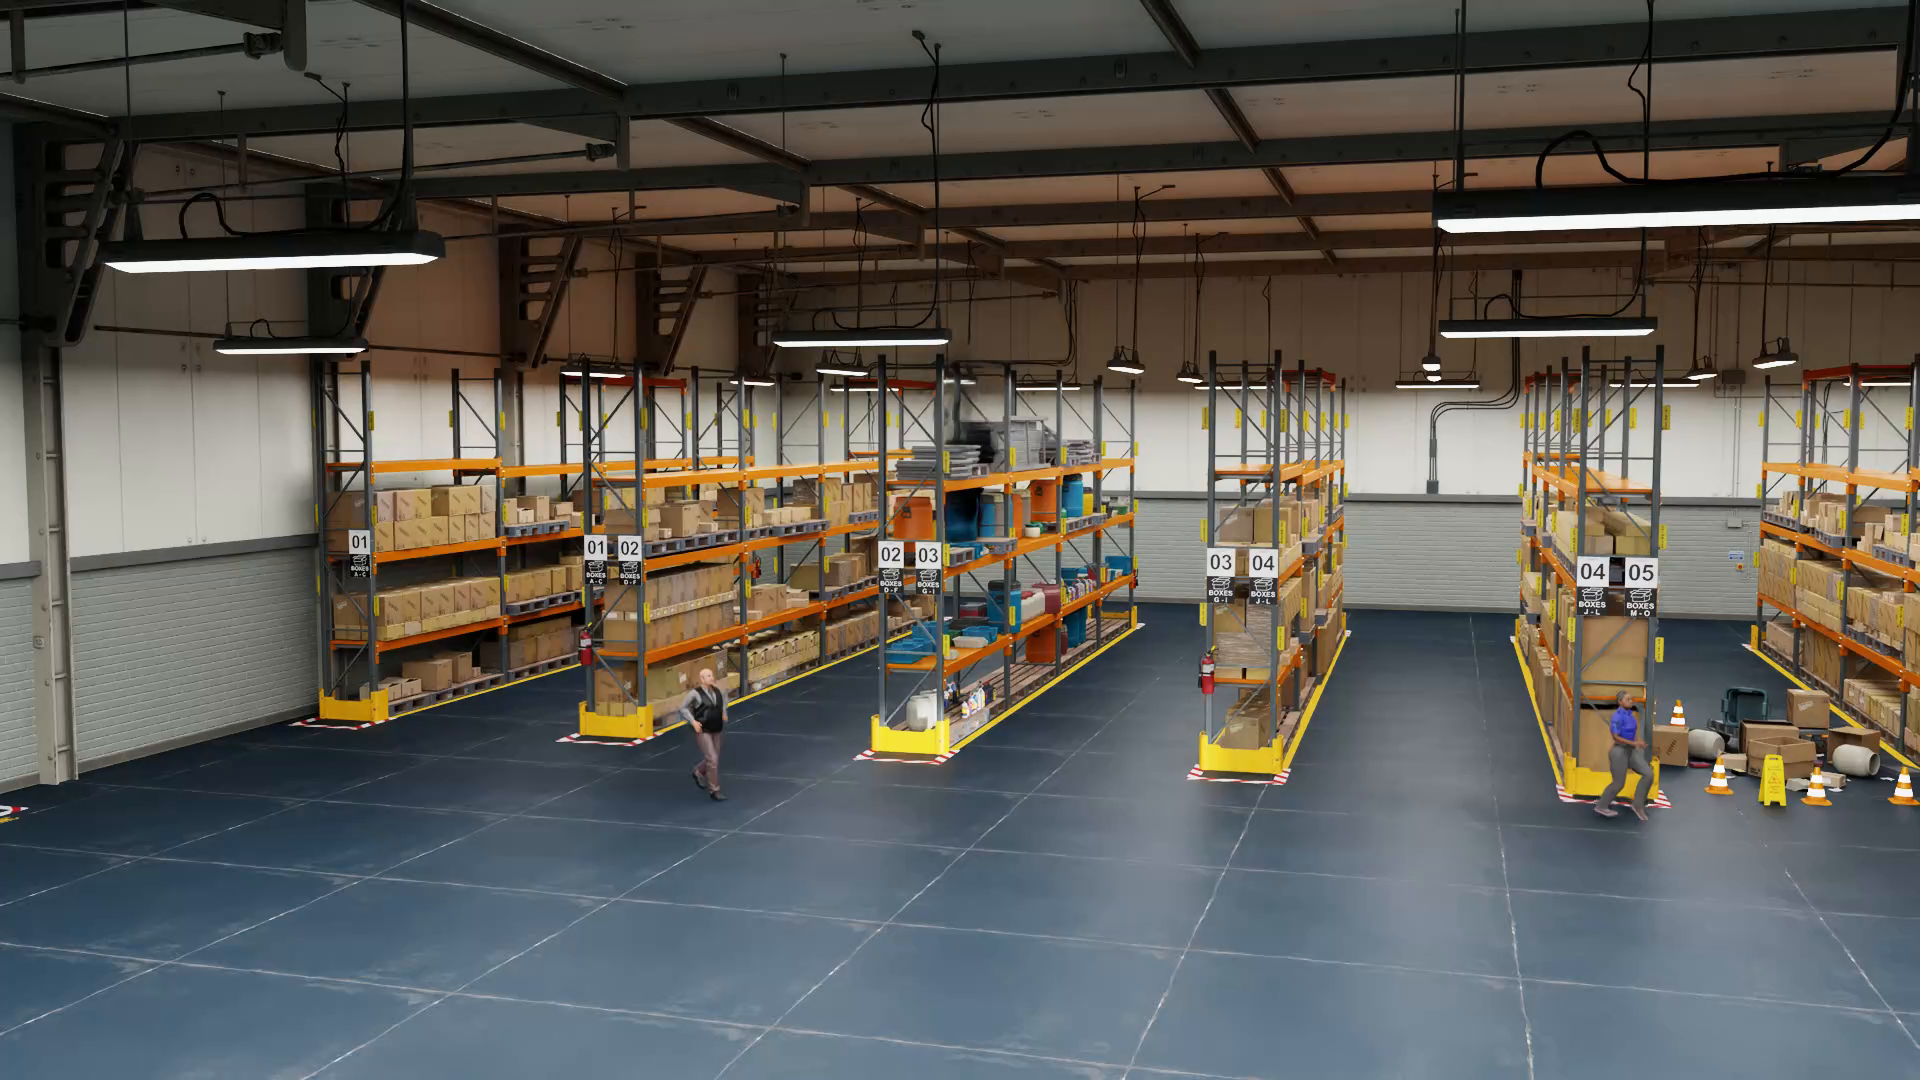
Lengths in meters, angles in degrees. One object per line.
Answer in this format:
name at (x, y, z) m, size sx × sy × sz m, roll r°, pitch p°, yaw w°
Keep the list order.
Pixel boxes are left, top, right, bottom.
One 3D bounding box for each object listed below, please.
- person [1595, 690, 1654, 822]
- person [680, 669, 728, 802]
person at (8.315, 2.708, 20.824) m, size 0.575 × 1.678 × 0.681 m, roll -4°, pitch 6°, yaw -43°
person at (-3.376, 2.568, 22.109) m, size 0.803 × 1.725 × 0.665 m, roll 4°, pitch 5°, yaw 42°
